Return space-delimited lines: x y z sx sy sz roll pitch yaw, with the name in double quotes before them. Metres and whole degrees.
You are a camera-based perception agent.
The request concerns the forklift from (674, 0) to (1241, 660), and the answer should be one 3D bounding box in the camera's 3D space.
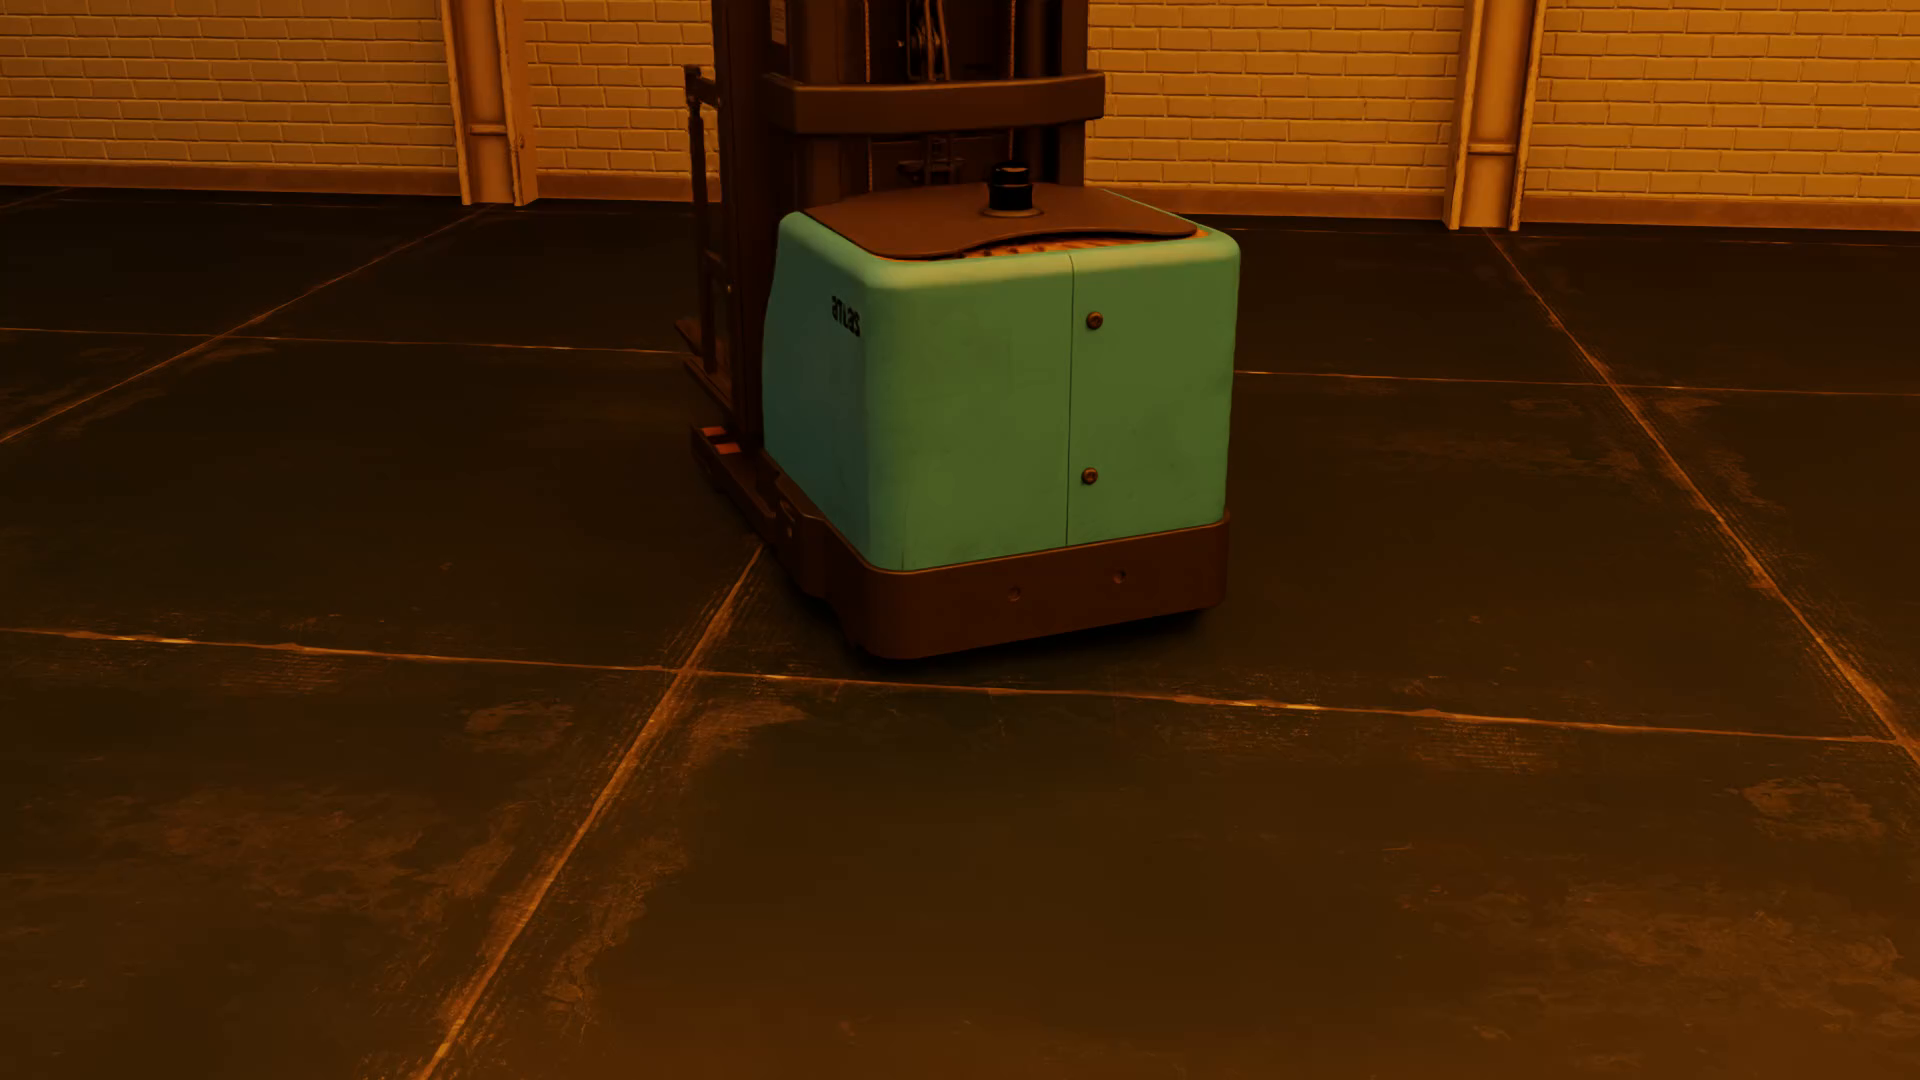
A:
"forklift" -0.287 -1.573 5.160 1.130 2.935 3.031 -9 23 -20
